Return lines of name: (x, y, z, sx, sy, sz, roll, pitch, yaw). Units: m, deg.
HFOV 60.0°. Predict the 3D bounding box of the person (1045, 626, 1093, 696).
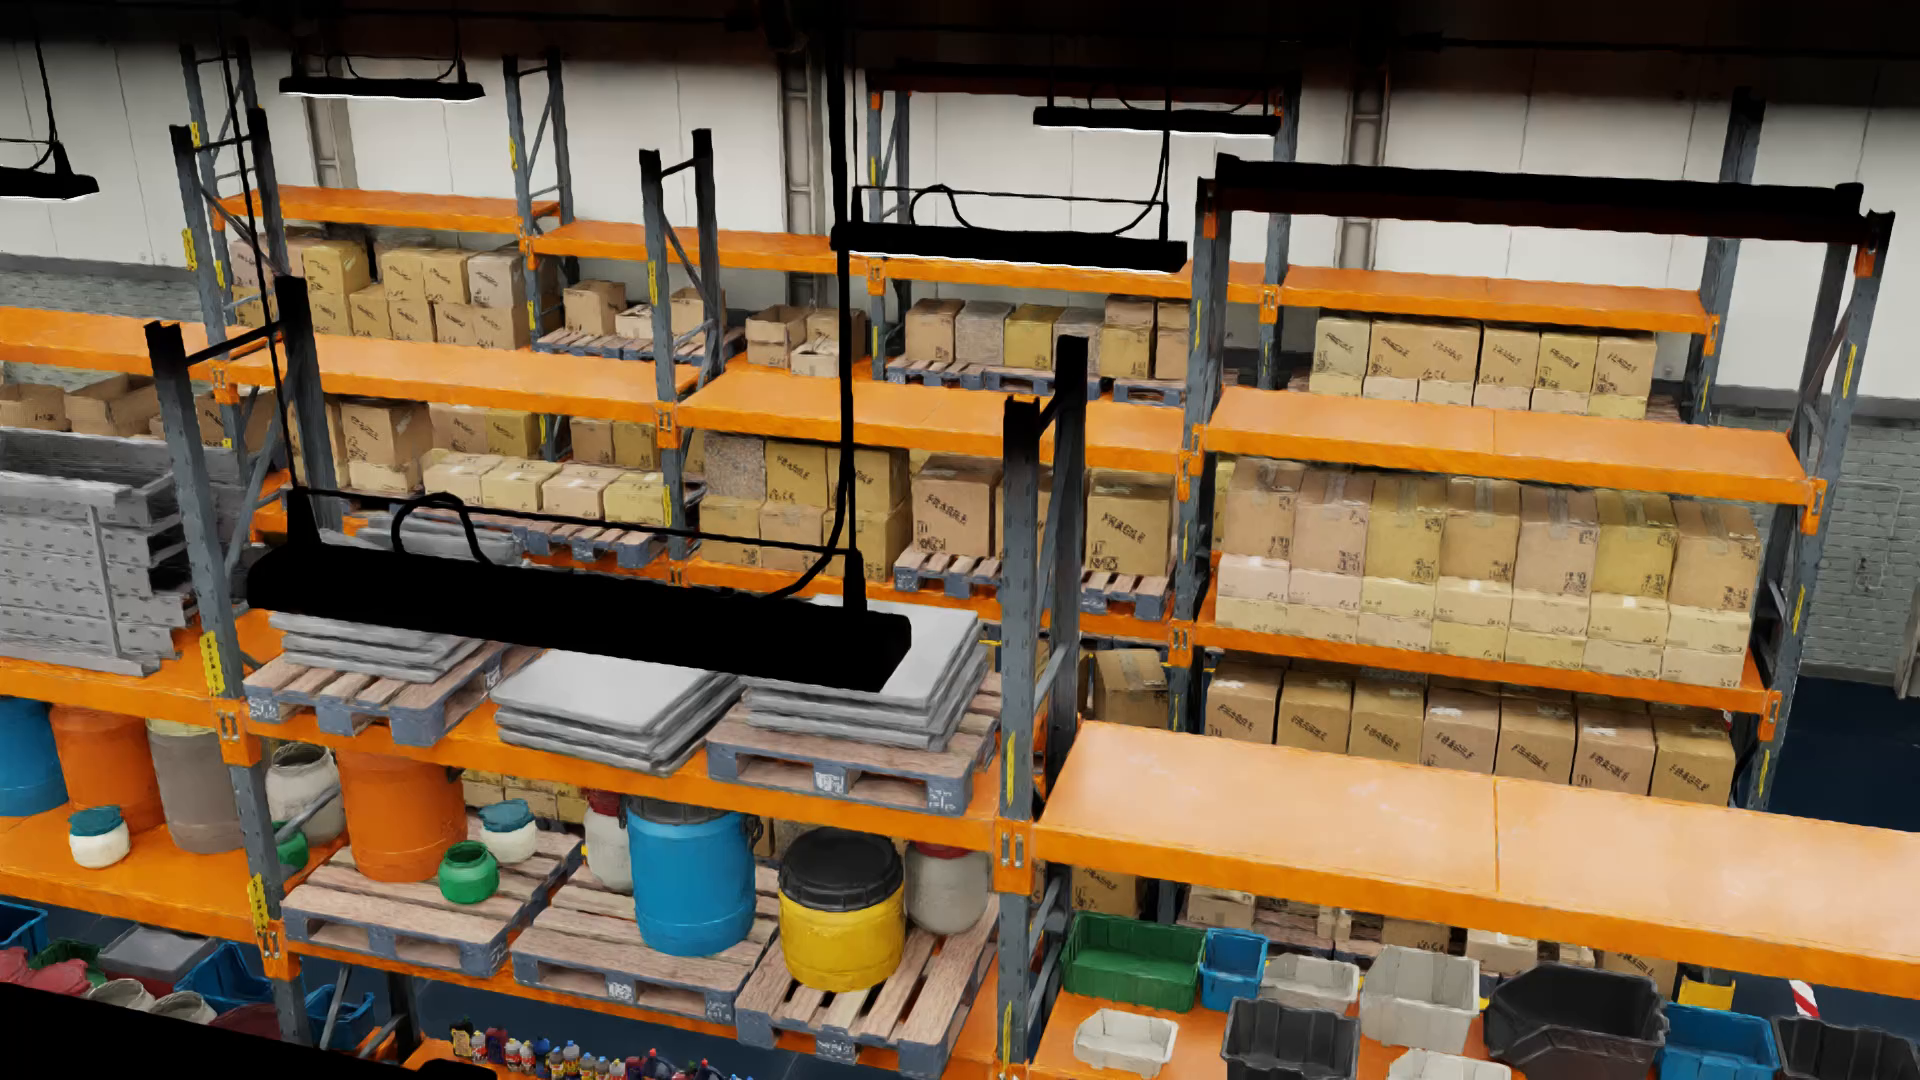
person: (0.976, 0.926, 16.375, 0.802, 1.689, 0.716, 8, 24, 19)
